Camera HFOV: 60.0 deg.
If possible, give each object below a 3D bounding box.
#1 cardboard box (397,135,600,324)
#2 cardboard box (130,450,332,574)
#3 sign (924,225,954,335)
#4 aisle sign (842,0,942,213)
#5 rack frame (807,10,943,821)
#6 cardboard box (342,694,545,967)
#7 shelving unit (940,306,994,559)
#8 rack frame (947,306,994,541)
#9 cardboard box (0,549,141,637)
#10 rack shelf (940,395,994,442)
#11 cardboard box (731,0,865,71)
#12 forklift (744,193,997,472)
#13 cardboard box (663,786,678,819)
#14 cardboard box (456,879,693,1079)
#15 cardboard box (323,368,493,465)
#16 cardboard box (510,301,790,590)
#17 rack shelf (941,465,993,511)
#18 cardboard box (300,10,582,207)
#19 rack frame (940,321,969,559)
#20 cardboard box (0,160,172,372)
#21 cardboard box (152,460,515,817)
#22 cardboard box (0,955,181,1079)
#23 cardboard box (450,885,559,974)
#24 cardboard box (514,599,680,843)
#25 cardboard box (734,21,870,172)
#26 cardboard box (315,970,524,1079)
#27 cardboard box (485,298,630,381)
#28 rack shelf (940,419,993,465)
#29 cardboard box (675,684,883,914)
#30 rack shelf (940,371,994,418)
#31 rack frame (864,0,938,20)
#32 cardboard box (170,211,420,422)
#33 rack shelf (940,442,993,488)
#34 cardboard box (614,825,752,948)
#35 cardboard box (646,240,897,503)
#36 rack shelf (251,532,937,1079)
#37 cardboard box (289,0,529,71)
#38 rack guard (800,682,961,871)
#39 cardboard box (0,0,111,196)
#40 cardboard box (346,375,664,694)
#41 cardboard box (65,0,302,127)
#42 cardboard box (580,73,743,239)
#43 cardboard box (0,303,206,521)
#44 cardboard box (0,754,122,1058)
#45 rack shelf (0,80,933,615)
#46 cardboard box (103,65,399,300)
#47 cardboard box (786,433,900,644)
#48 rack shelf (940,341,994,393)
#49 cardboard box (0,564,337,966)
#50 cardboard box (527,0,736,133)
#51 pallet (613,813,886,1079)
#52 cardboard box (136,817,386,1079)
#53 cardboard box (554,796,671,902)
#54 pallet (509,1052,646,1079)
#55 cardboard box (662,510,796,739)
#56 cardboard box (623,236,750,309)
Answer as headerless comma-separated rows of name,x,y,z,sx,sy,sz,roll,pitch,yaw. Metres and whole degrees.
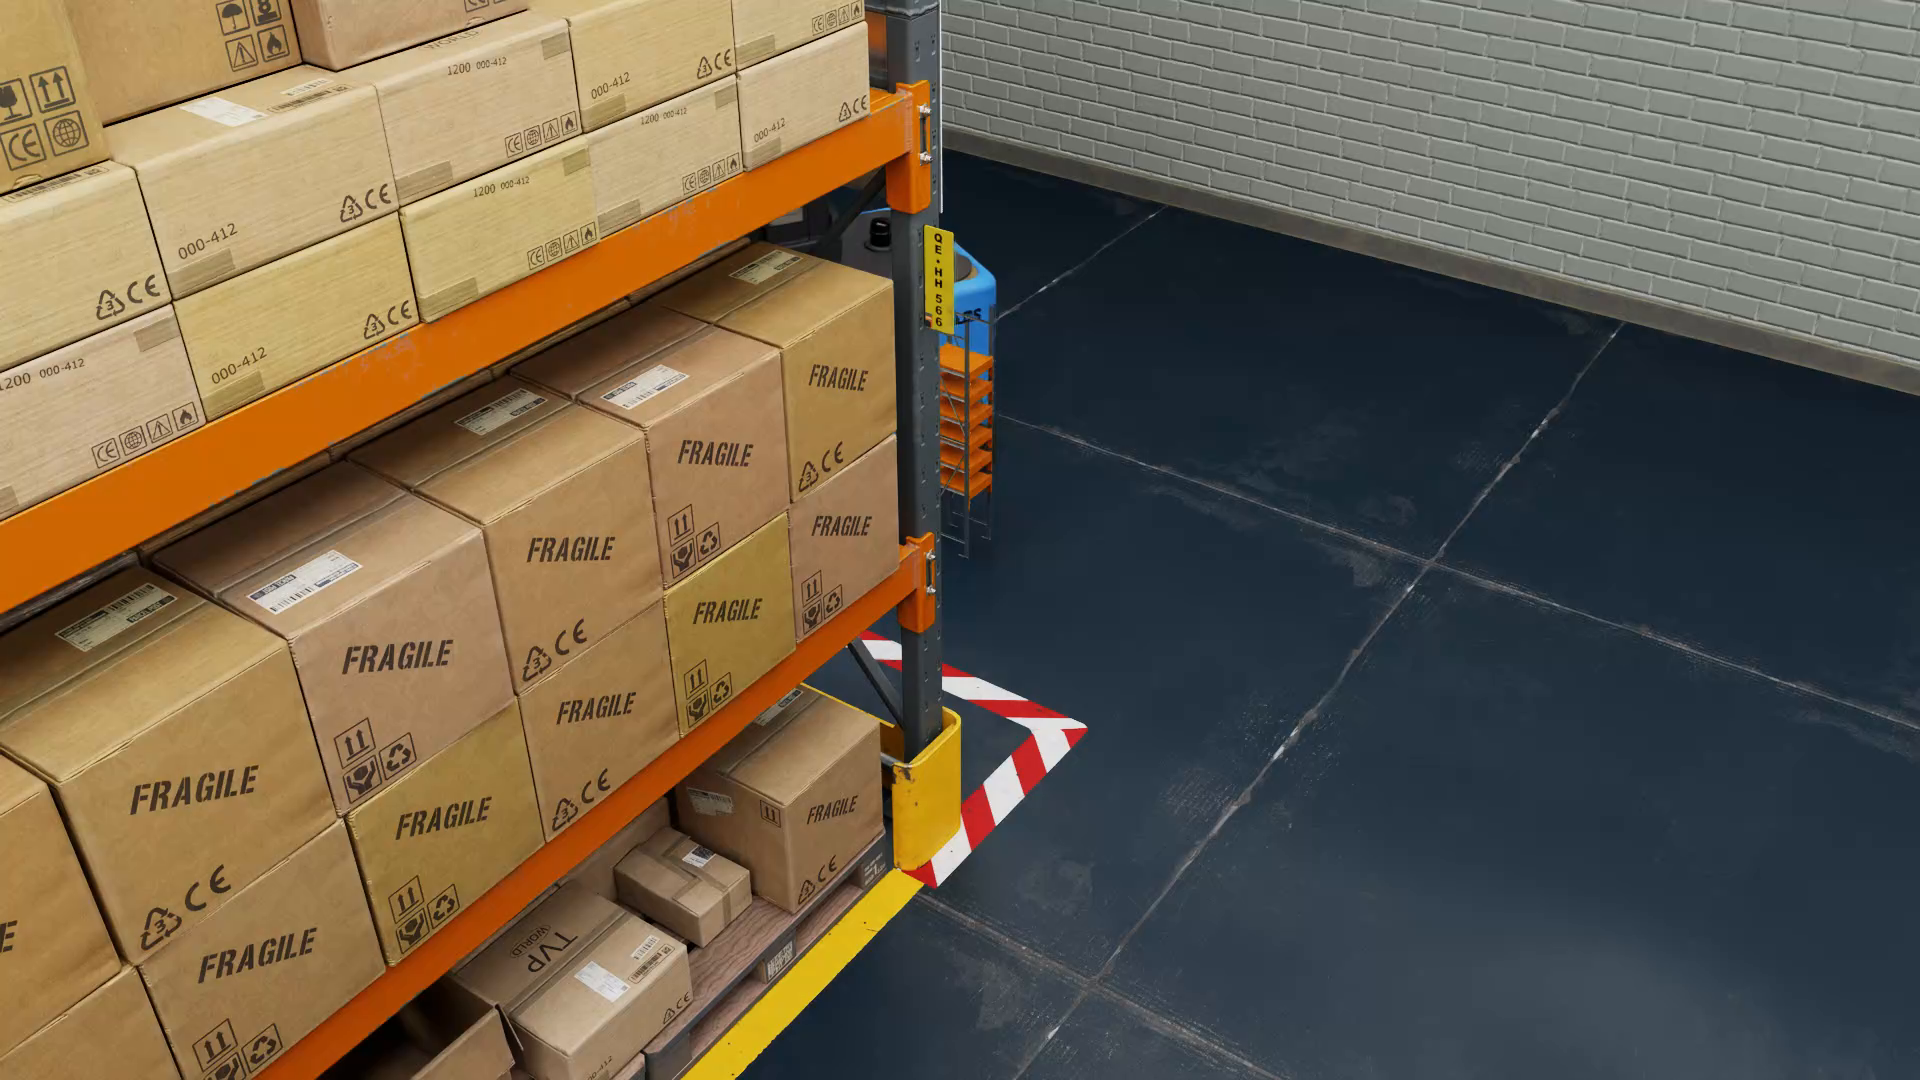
cardboard box,-1.150,-0.736,3.617,0.500,0.250,0.500,21,39,28
cardboard box,-1.845,0.033,4.041,0.500,0.500,0.500,21,39,28
sign,-0.061,-0.761,4.882,0.100,0.325,0.005,21,39,28
aisle sign,-0.215,-1.347,4.744,0.394,0.787,0.004,21,39,28
rack frame,-0.506,-0.337,5.571,1.000,3.000,0.127,21,39,28
cardboard box,-1.407,0.614,4.075,0.500,0.500,0.500,21,39,28
shelving unit,-0.008,-0.490,7.404,0.258,1.200,0.189,21,39,28
rack frame,0.044,-0.532,7.466,0.240,1.200,0.006,21,39,28
cardboard box,-2.133,0.264,3.700,0.500,0.500,0.500,22,40,29
rack shelf,-0.008,-0.553,7.362,0.258,0.103,0.180,21,39,28
cardboard box,-0.589,-1.407,4.162,0.500,0.250,0.500,21,39,28
forklift,-1.376,-1.420,7.234,3.031,2.935,1.130,-15,37,-21
cardboard box,-1.169,0.852,5.948,0.380,0.166,0.250,21,39,28
cardboard box,-1.180,1.376,5.099,0.500,0.250,0.500,21,39,28
cardboard box,-1.556,-0.201,4.388,0.500,0.500,0.500,22,40,29
cardboard box,-0.821,-0.267,4.486,0.500,0.500,0.500,22,40,29
rack shelf,-0.008,-0.255,7.563,0.258,0.103,0.180,21,39,28
cardboard box,-1.162,-0.948,3.483,0.500,0.250,0.500,21,39,28
rack frame,-0.060,-0.448,7.342,0.240,1.200,0.006,21,39,28
cardboard box,-1.727,-0.485,2.800,0.500,0.250,0.500,21,39,28
cardboard box,-1.406,0.209,3.781,0.500,0.500,0.500,23,40,30
cardboard box,-1.983,1.078,3.389,0.500,0.500,0.500,22,40,29
cardboard box,-1.619,1.240,5.301,0.500,0.250,0.500,21,39,28
cardboard box,-1.119,0.382,4.418,0.500,0.500,0.500,22,40,29
cardboard box,-0.582,-1.197,4.298,0.500,0.250,0.500,21,39,28
cardboard box,-1.719,1.489,4.706,0.797,0.503,0.637,21,39,28
cardboard box,-1.267,-0.430,4.726,0.500,0.500,0.500,22,40,29
rack shelf,-0.008,-0.454,7.429,0.258,0.103,0.180,21,39,28
cardboard box,-0.613,0.845,5.661,0.500,0.500,0.500,21,39,28
rack shelf,-0.008,-0.652,7.294,0.258,0.103,0.180,21,39,28
rack frame,-0.506,-2.822,3.890,1.000,3.000,0.127,21,39,28
cardboard box,-1.449,-0.511,3.284,0.500,0.250,0.500,21,39,28
rack shelf,-0.008,-0.354,7.496,0.258,0.103,0.180,21,39,28
cardboard box,-0.918,1.141,5.522,0.380,0.166,0.250,21,39,28
cardboard box,-0.534,-0.500,4.830,0.500,0.500,0.500,21,39,28
rack shelf,-1.646,0.881,4.411,1.077,0.370,4.000,21,39,28
cardboard box,-1.337,-1.326,3.374,0.700,0.500,0.500,21,39,28
rack guard,-0.549,0.733,6.219,1.175,0.500,0.348,21,39,28
cardboard box,-1.859,-0.847,2.666,0.700,0.500,0.500,21,39,28
cardboard box,-1.113,-0.027,4.130,0.500,0.500,0.500,22,40,29
cardboard box,-1.699,-1.126,3.078,0.700,0.500,0.500,21,39,28
cardboard box,-0.876,-0.970,3.963,0.500,0.250,0.500,21,39,28
cardboard box,-1.731,-0.280,2.942,0.500,0.250,0.500,21,39,28
cardboard box,-1.993,0.684,3.079,0.500,0.500,0.500,20,39,27
rack shelf,-1.646,-0.361,3.571,1.077,0.370,4.000,21,39,28
cardboard box,-1.442,-0.715,3.140,0.500,0.250,0.500,21,39,28
cardboard box,-0.537,-0.085,5.109,0.500,0.500,0.500,23,40,30
rack shelf,-0.008,-0.752,7.227,0.258,0.103,0.180,21,39,28
cardboard box,-1.699,0.447,3.429,0.500,0.500,0.500,20,39,27
cardboard box,-0.874,-1.176,3.822,0.500,0.250,0.500,21,39,28
pallet,-1.003,1.220,5.757,1.003,0.211,1.213,21,39,28
cardboard box,-1.695,0.849,3.728,0.500,0.500,0.500,21,39,28
cardboard box,-1.334,1.010,5.641,0.500,0.250,0.500,21,39,28
pallet,-1.699,1.780,4.930,1.003,0.211,1.213,21,39,28
cardboard box,-0.830,0.155,4.755,0.500,0.500,0.500,22,40,29
cardboard box,-0.975,-0.673,5.085,0.500,0.500,0.500,23,40,30
